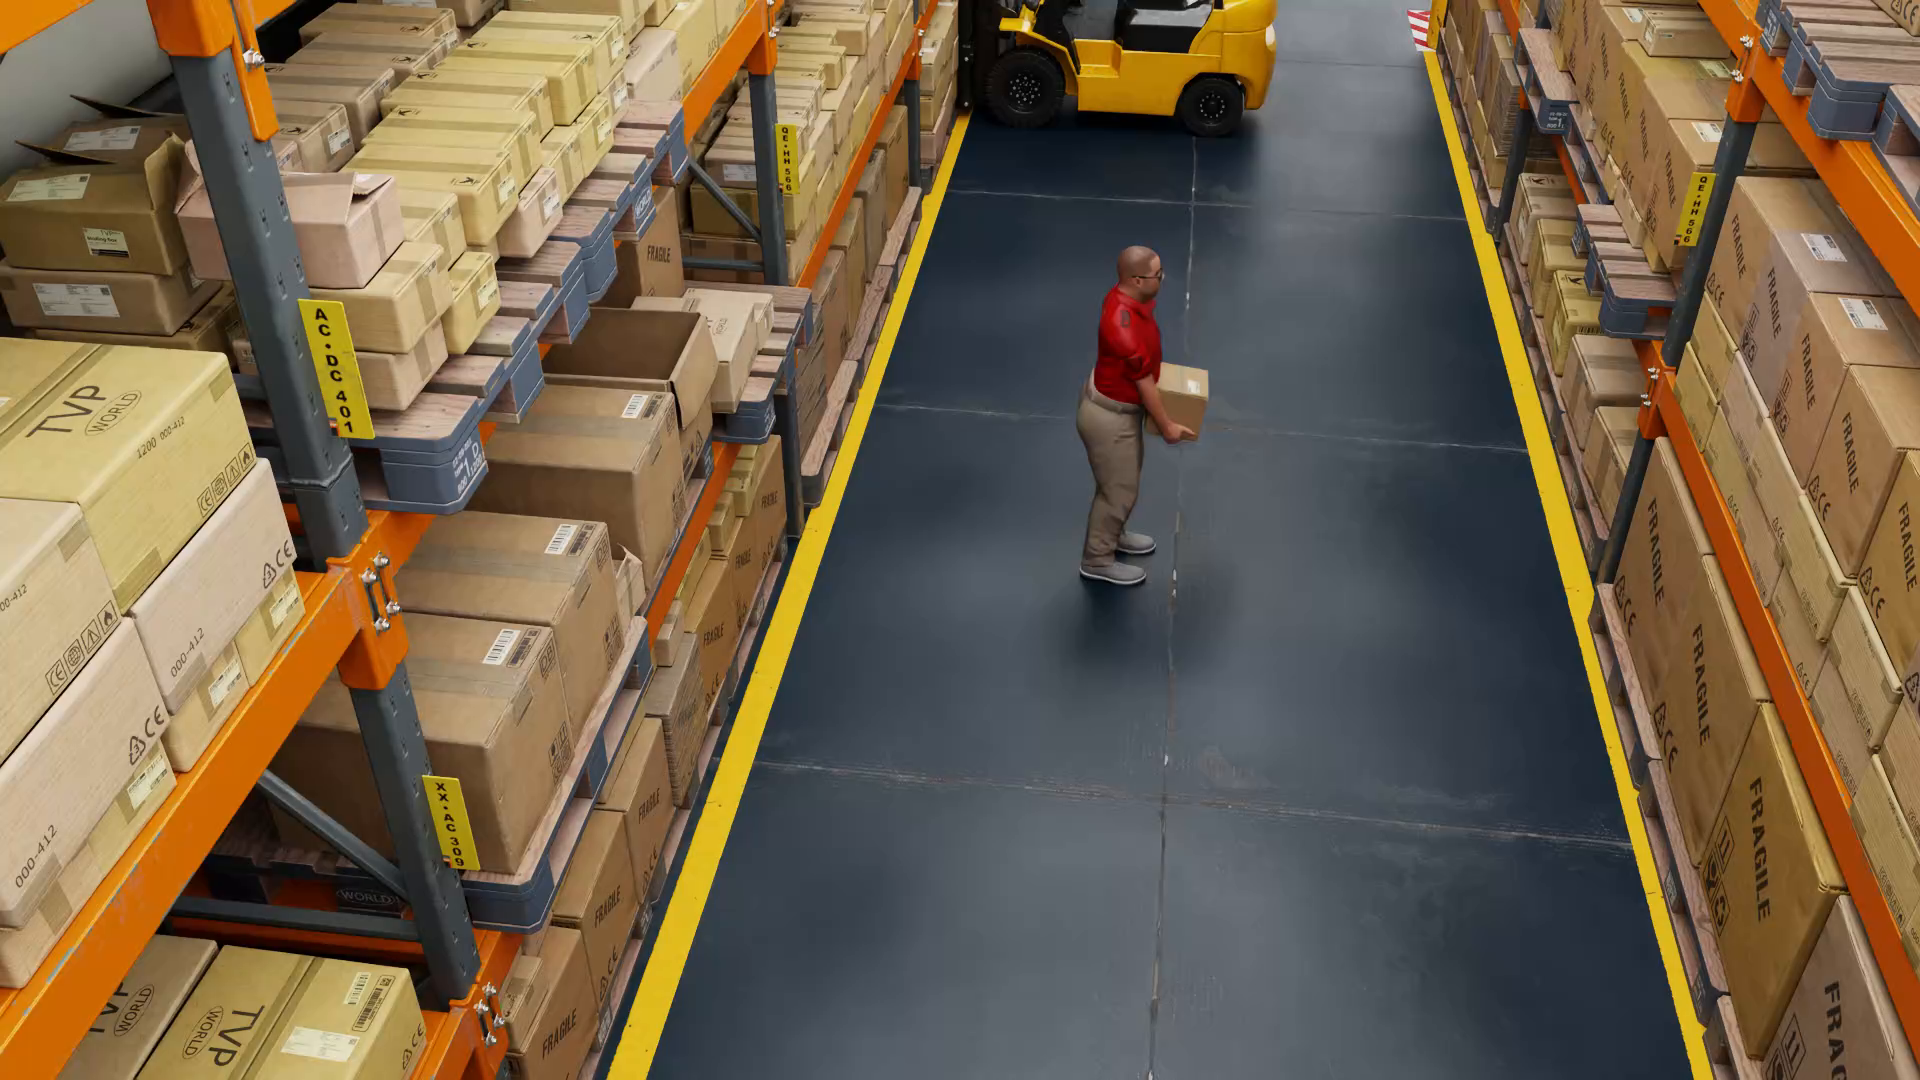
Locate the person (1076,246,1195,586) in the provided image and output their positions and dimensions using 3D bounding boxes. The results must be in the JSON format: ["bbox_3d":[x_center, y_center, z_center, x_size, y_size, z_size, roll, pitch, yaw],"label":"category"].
[{"bbox_3d":[0.834,-0.599,7.893,0.557,1.724,0.488,4,36,5],"label":"person"}]
